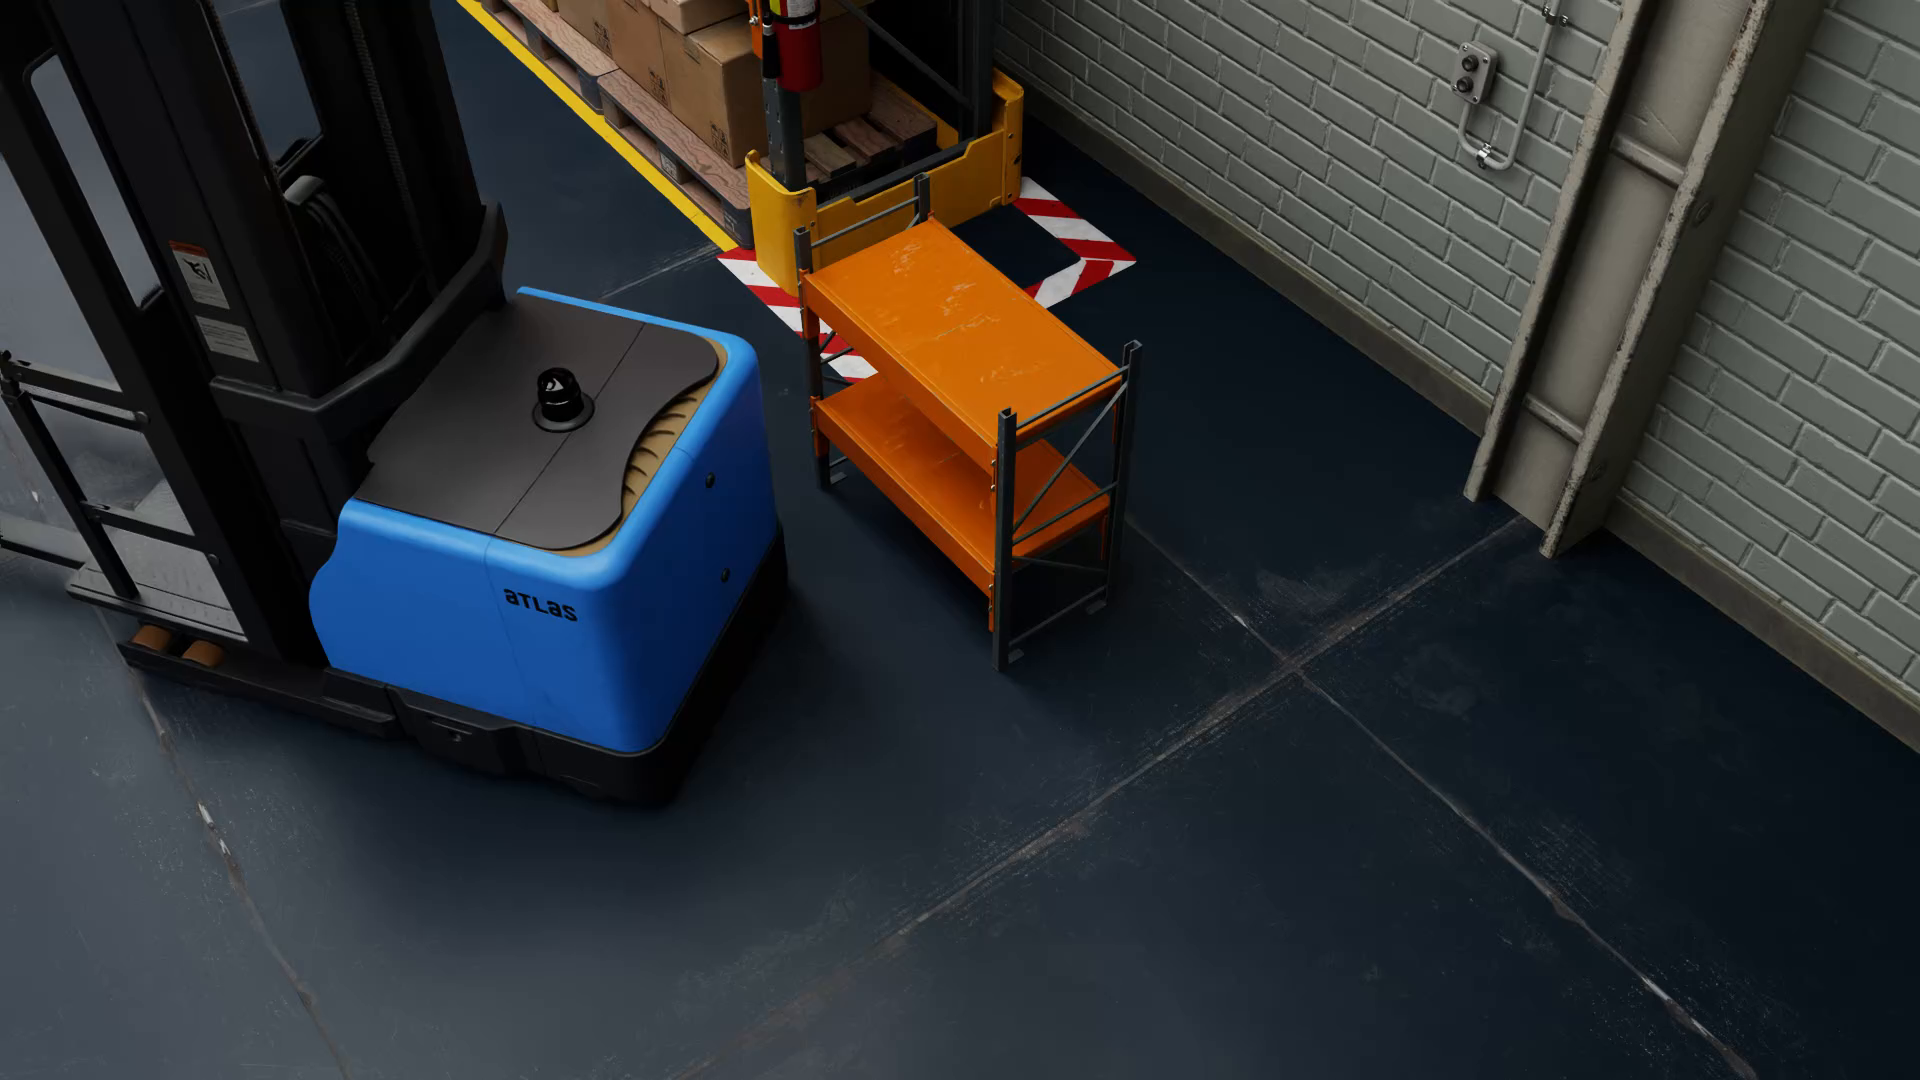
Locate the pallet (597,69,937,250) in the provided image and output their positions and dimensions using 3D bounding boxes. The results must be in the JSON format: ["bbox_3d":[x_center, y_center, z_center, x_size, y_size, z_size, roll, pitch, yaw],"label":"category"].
[{"bbox_3d":[-0.846,-1.828,7.265,1.003,0.211,1.213,-29,54,-24],"label":"pallet"}]

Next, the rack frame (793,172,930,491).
[{"bbox_3d":[-0.304,-0.674,5.601,0.500,1.125,0.032,-29,54,-24],"label":"rack frame"}]

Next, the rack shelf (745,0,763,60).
[{"bbox_3d":[-1.511,-3.266,7.172,1.077,0.370,4.000,-29,54,-24],"label":"rack shelf"}]

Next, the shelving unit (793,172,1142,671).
[{"bbox_3d":[0.004,-0.374,5.330,0.538,1.125,1.048,-29,54,-24],"label":"shelving unit"}]

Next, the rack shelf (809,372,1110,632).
[{"bbox_3d":[0.004,-0.210,5.511,0.538,0.278,1.000,-29,54,-24],"label":"rack shelf"}]

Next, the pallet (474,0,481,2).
[{"bbox_3d":[-2.324,-3.267,8.569,1.003,0.211,1.213,-29,54,-24],"label":"pallet"}]

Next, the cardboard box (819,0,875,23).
[{"bbox_3d":[-0.568,-2.232,6.714,0.380,0.149,0.250,-29,54,-24],"label":"cardboard box"}]

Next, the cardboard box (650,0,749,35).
[{"bbox_3d":[-1.026,-2.210,6.694,0.380,0.149,0.250,-30,54,-24],"label":"cardboard box"}]

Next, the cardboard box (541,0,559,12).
[{"bbox_3d":[-1.740,-2.900,7.758,0.700,0.500,0.500,-28,54,-23],"label":"cardboard box"}]

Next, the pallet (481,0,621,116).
[{"bbox_3d":[-1.581,-2.547,7.917,1.003,0.211,1.213,-29,54,-24],"label":"pallet"}]

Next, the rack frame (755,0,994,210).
[{"bbox_3d":[-0.300,-2.328,5.836,1.000,3.000,0.127,-29,54,-24],"label":"rack frame"}]

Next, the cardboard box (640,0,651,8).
[{"bbox_3d":[-1.181,-2.360,6.831,0.380,0.149,0.250,-28,54,-23],"label":"cardboard box"}]

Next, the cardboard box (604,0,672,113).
[{"bbox_3d":[-1.106,-2.293,7.208,0.700,0.500,0.500,-30,54,-24],"label":"cardboard box"}]

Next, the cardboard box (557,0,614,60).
[{"bbox_3d":[-1.411,-2.589,7.476,0.700,0.500,0.500,-31,55,-25],"label":"cardboard box"}]

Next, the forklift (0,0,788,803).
[{"bbox_3d":[-2.149,-0.861,4.552,3.031,2.935,1.130,14,49,12],"label":"forklift"}]

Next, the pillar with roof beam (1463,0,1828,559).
[{"bbox_3d":[-1.403,-1.208,0.771,9.100,9.000,0.400,-29,54,-24],"label":"pillar with roof beam"}]

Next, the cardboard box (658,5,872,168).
[{"bbox_3d":[-0.803,-1.998,6.940,0.700,0.500,0.500,-29,54,-24],"label":"cardboard box"}]

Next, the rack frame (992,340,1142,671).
[{"bbox_3d":[0.312,-0.074,5.058,0.500,1.125,0.032,-29,54,-24],"label":"rack frame"}]

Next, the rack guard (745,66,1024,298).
[{"bbox_3d":[-0.285,-1.475,6.750,1.175,0.500,0.348,-29,54,-24],"label":"rack guard"}]

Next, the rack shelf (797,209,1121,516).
[{"bbox_3d":[0.004,-0.570,5.113,0.538,0.278,1.000,-29,54,-24],"label":"rack shelf"}]

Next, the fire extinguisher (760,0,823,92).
[{"bbox_3d":[-0.576,-1.881,5.735,0.296,0.674,0.183,-29,54,-24],"label":"fire extinguisher"}]

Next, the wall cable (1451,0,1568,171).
[{"bbox_3d":[1.228,-2.339,5.160,0.084,1.984,1.851,-29,54,-24],"label":"wall cable"}]
